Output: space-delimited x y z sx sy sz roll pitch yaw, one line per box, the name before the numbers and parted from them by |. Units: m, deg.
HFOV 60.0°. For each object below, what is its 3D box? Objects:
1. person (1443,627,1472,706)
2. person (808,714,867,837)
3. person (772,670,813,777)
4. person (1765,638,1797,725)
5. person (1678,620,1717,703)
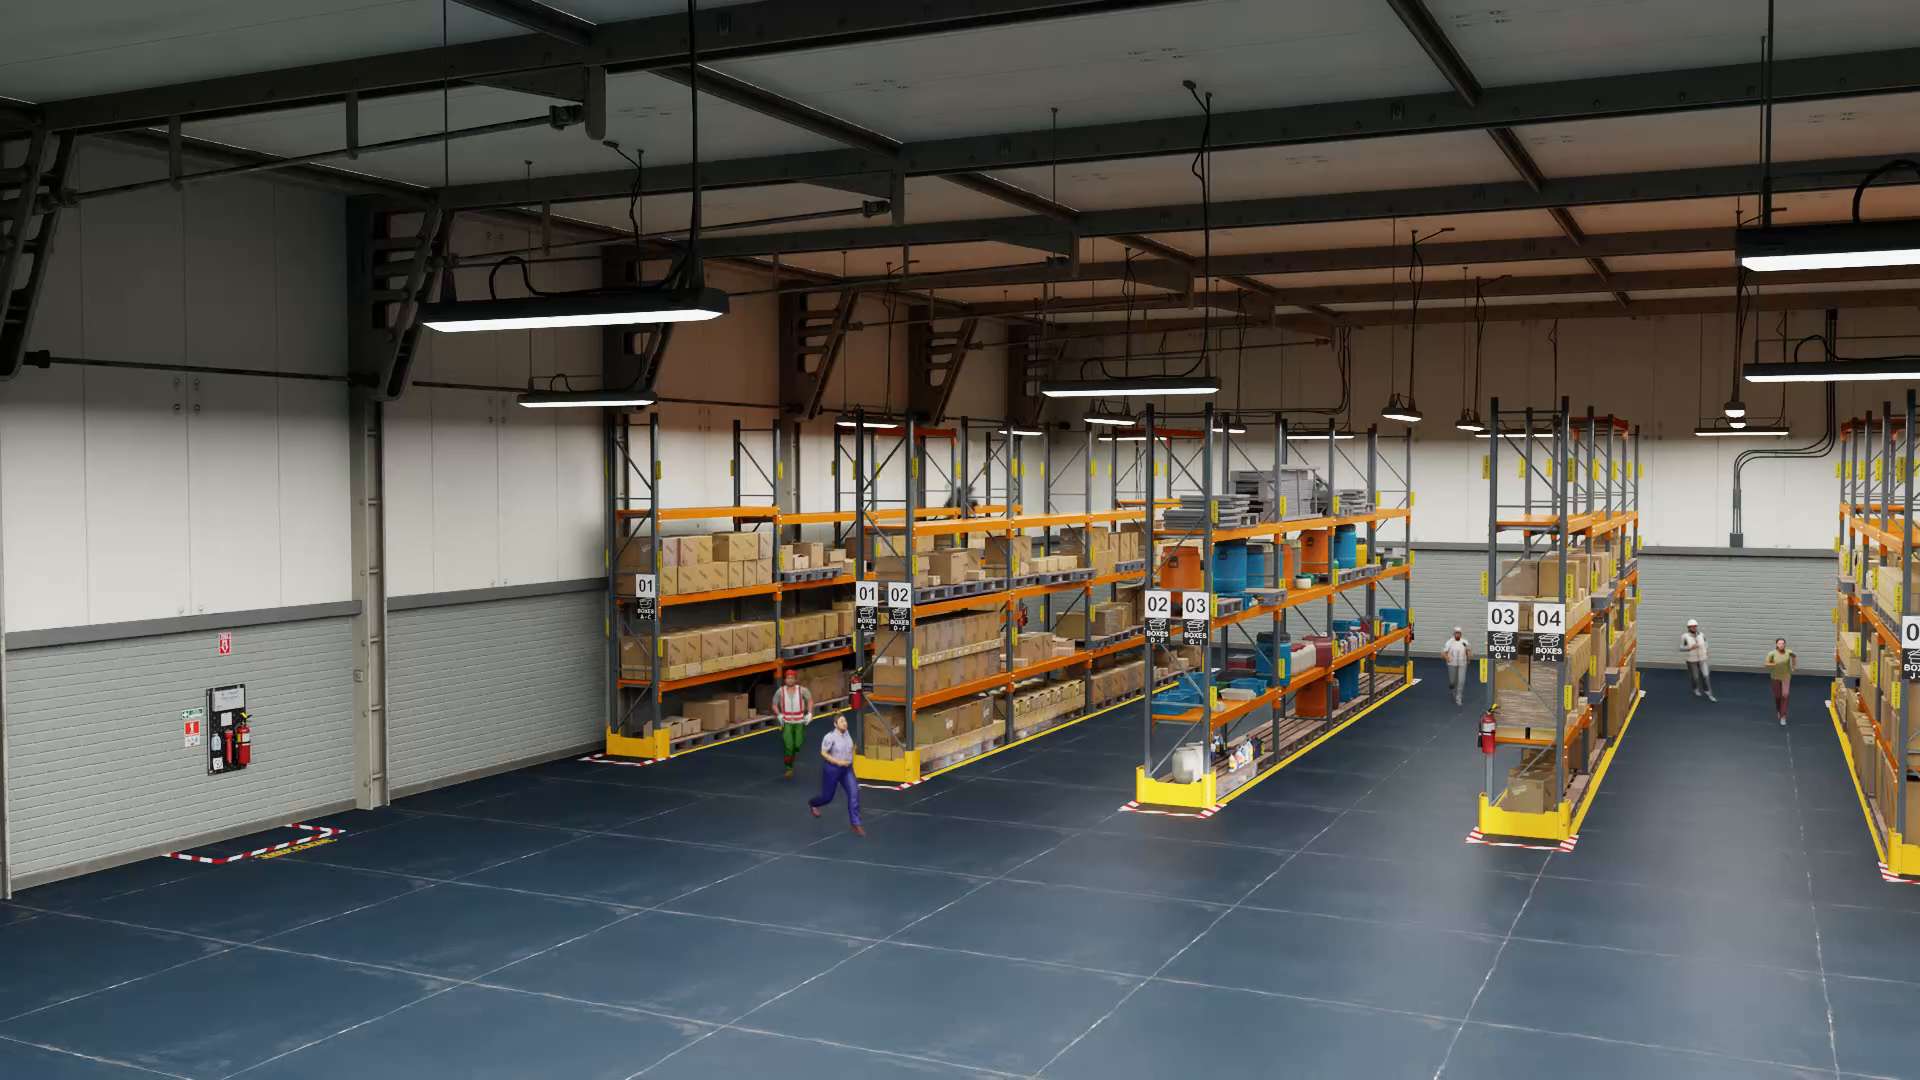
person | 10.679 2.698 35.699 0.607 1.655 0.769 0 2 11
person | -1.711 3.233 23.019 0.576 1.655 1.090 -2 3 -40
person | -2.746 2.991 27.274 0.683 1.751 0.671 0 2 -8
person | 16.273 2.795 32.982 0.563 1.737 0.838 1 3 27
person | 15.990 2.603 36.194 0.708 1.755 0.904 0 2 7
